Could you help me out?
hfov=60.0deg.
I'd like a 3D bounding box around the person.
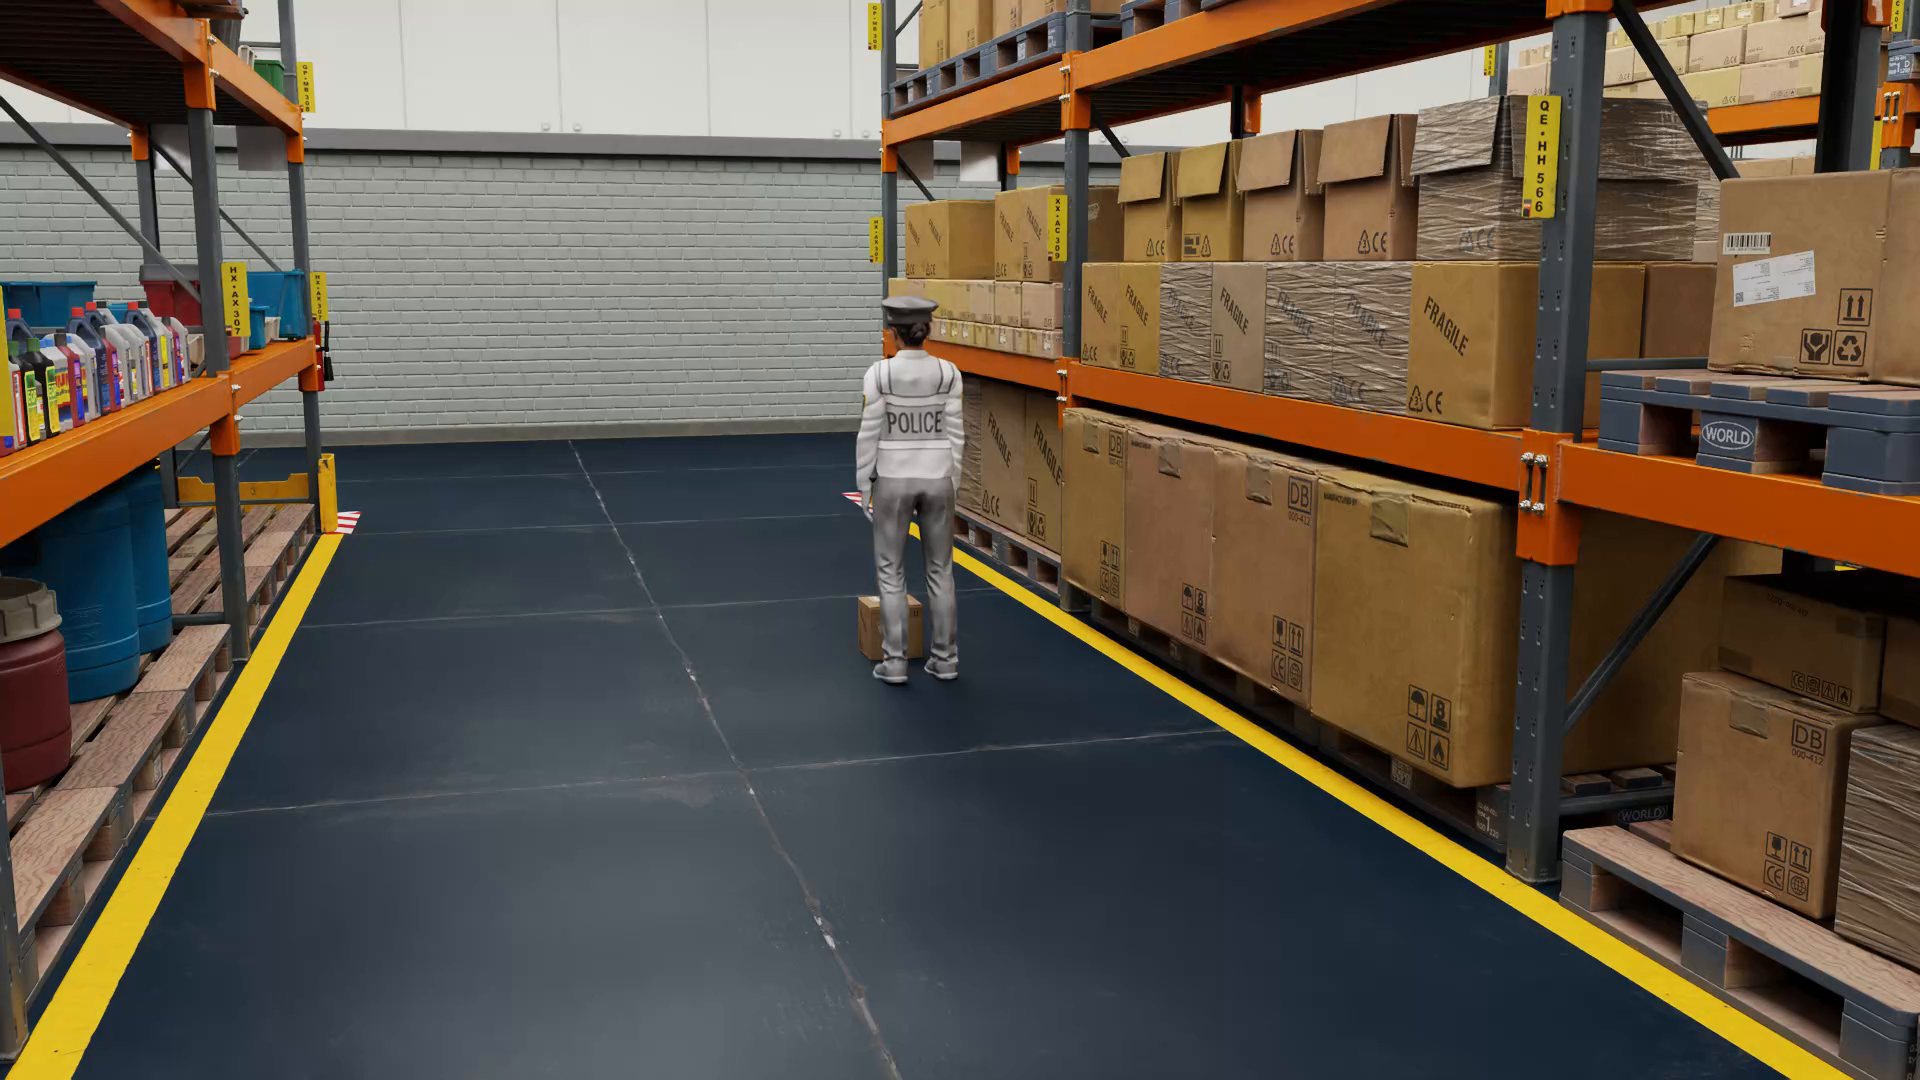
[{"bbox_3d":[-0.219,-0.214,7.192,0.469,1.665,0.328,-2,10,-13],"label":"person"}]
